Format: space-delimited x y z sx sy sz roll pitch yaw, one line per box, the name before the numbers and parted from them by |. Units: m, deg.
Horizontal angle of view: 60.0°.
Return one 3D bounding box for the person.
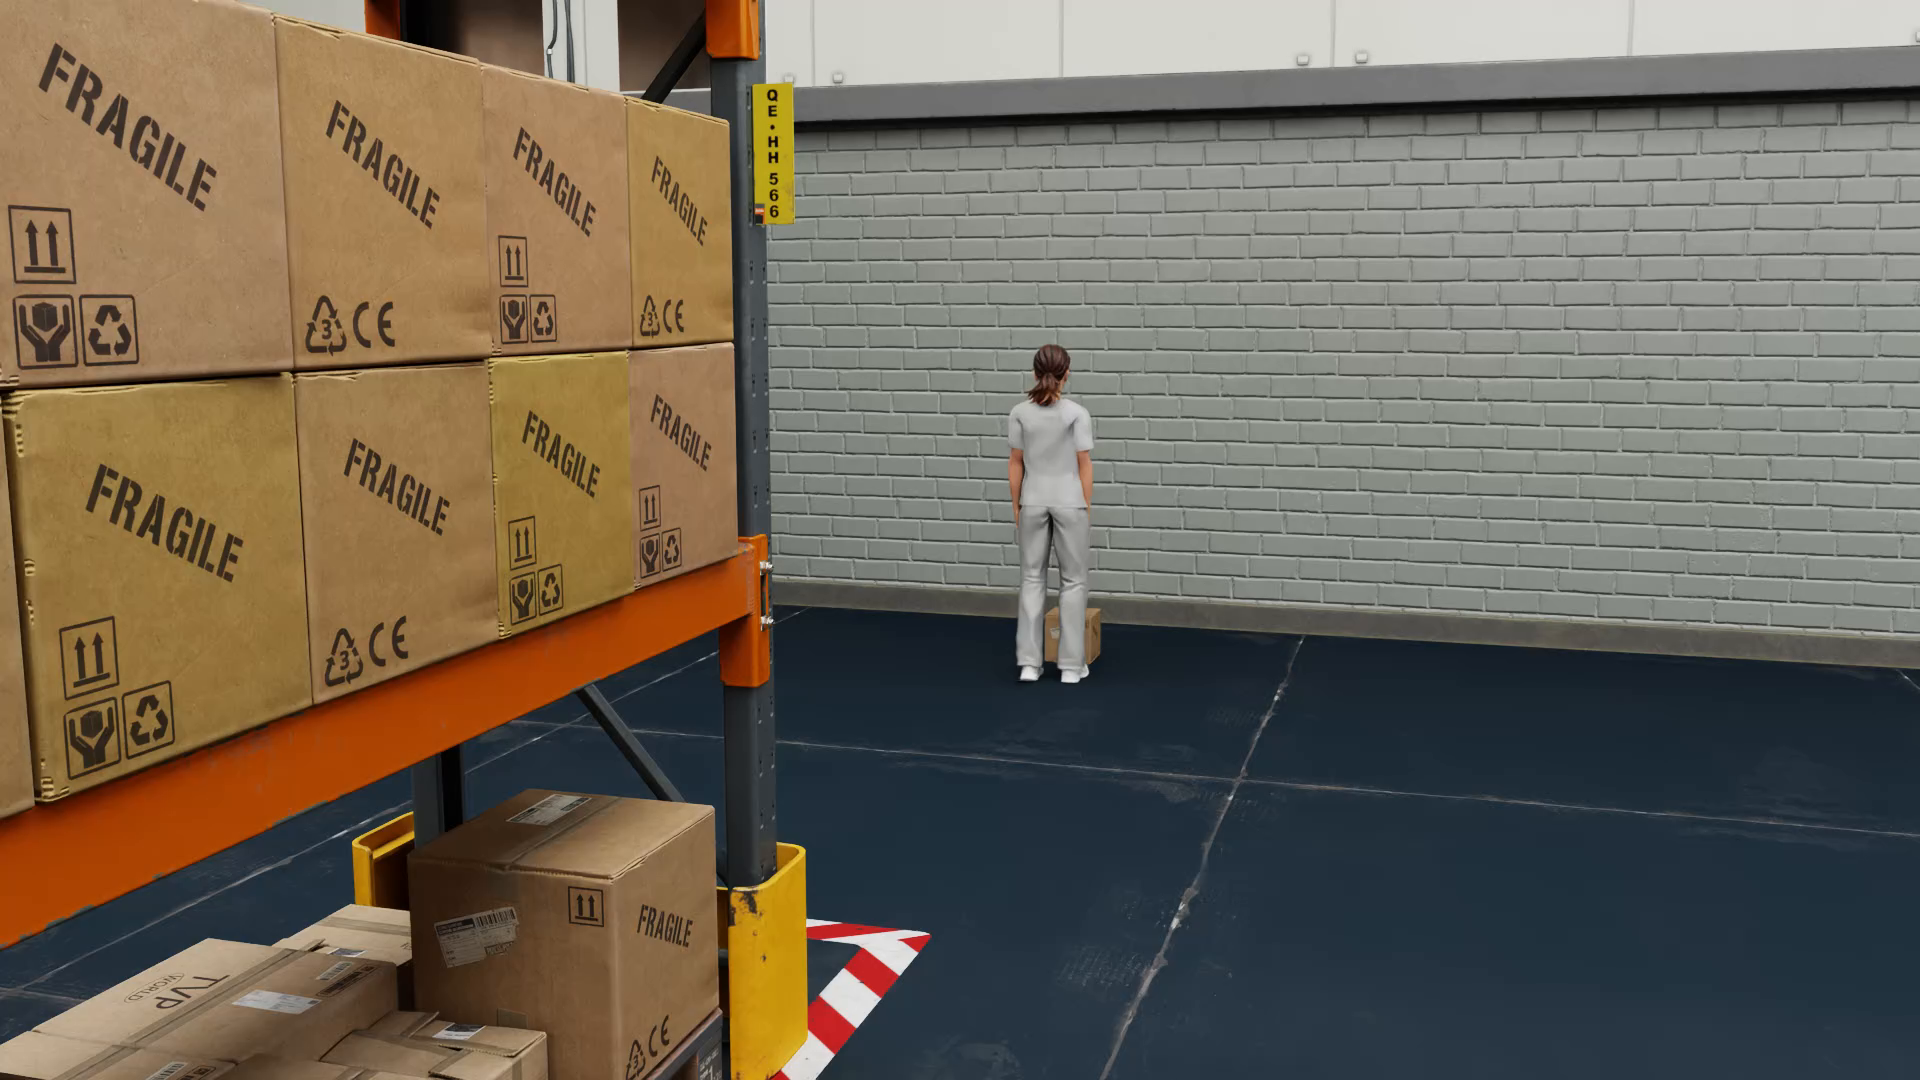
person | 0.448 -0.123 8.244 0.438 1.683 0.362 3 9 17
